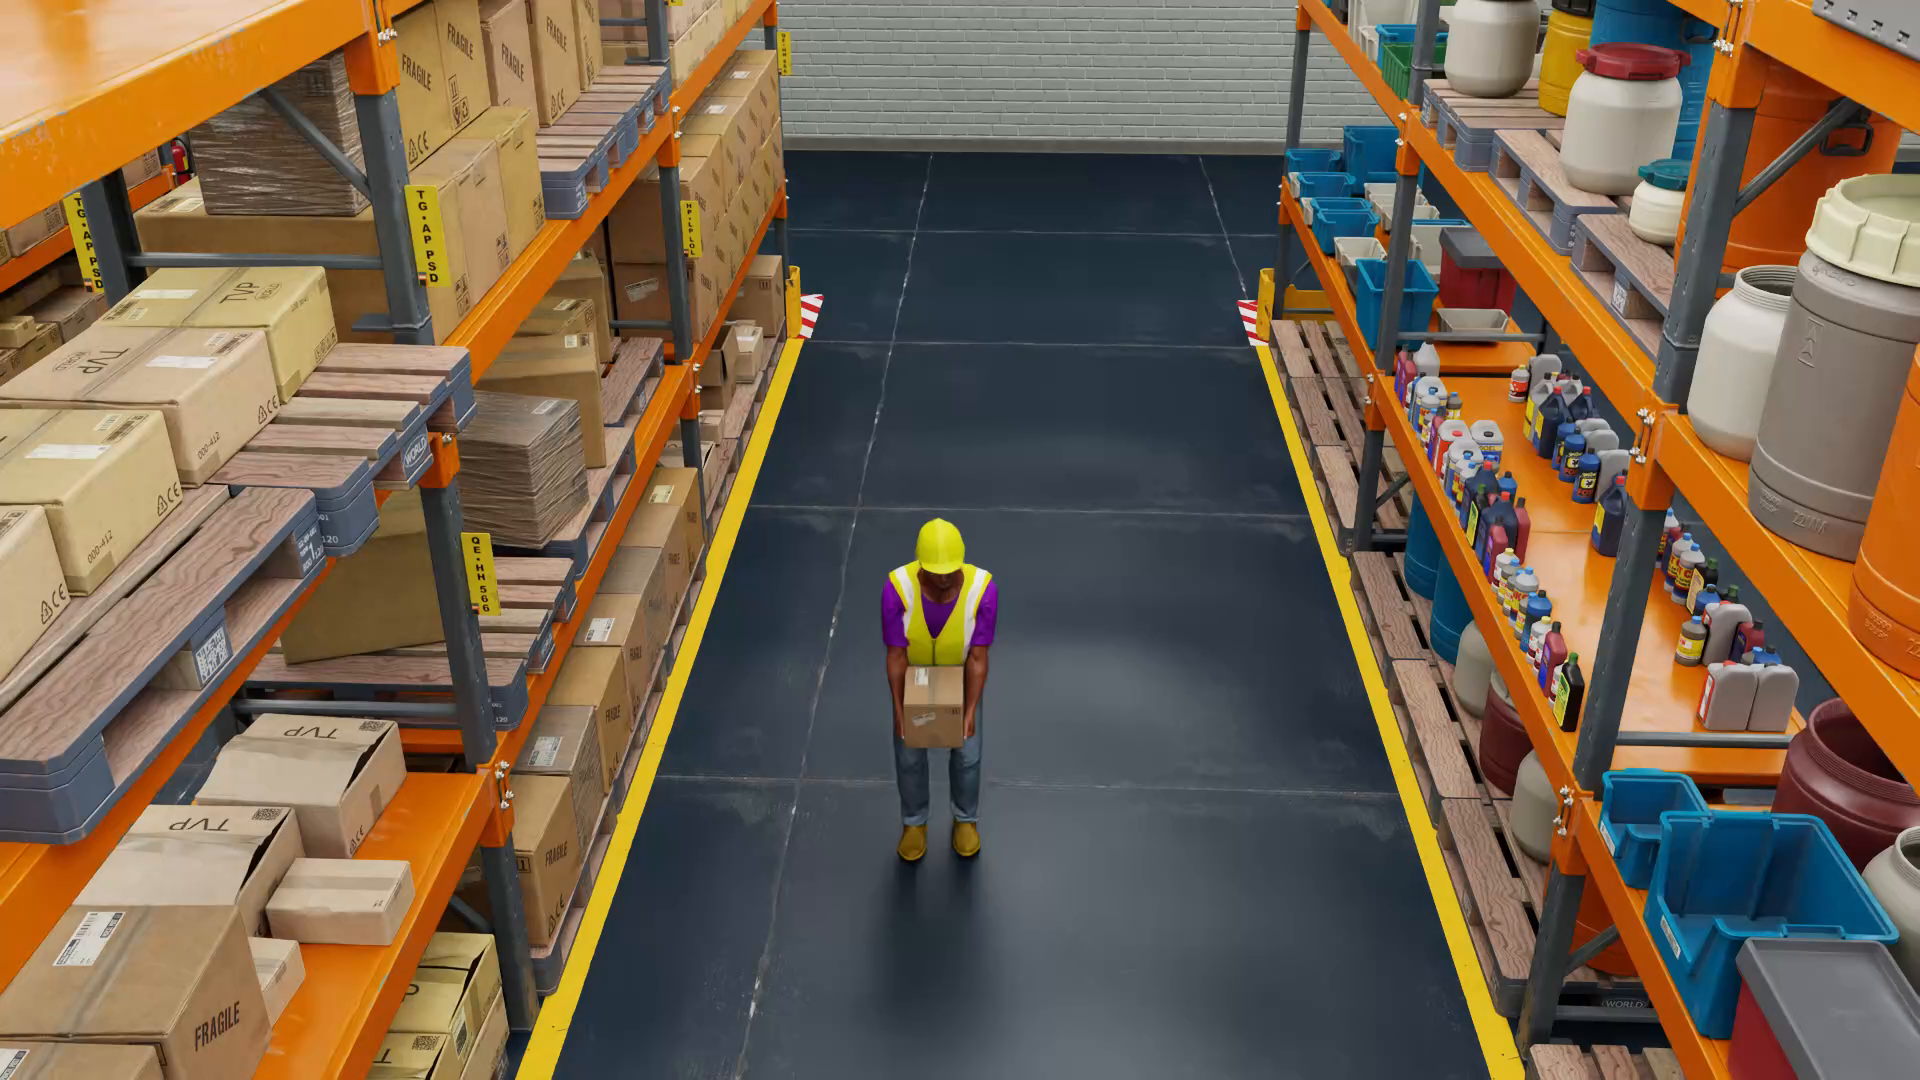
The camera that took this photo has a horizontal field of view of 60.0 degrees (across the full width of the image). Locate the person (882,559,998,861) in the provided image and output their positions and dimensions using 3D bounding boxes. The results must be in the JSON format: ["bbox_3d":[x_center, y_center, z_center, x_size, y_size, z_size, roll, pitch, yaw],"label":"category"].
[{"bbox_3d":[-0.088,0.683,7.372,0.501,1.697,0.598,0,28,1],"label":"person"}]
